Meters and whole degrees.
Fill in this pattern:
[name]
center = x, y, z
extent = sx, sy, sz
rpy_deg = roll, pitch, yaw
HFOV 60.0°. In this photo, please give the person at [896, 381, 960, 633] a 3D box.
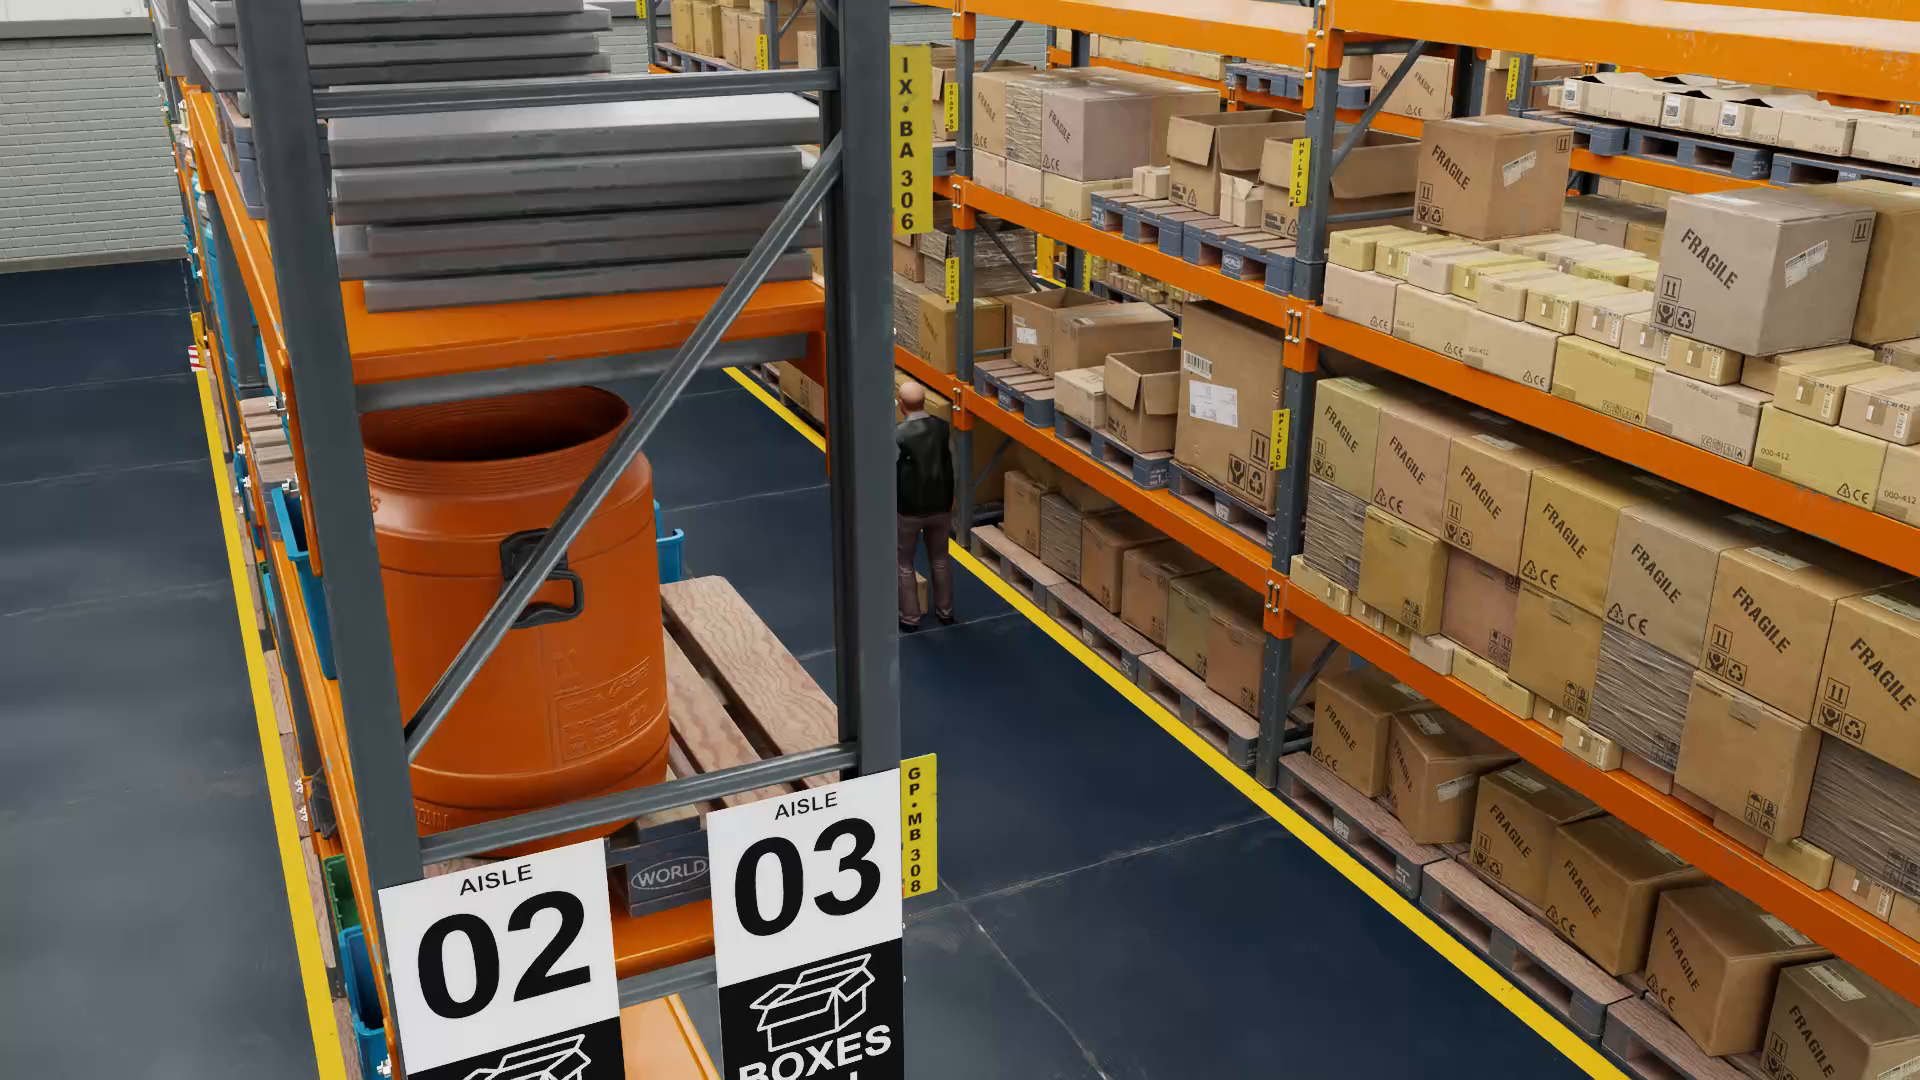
[person]
center = -0.266, -0.212, 11.146
extent = 0.586, 1.721, 0.412
rpy_deg = -11, 24, -25
